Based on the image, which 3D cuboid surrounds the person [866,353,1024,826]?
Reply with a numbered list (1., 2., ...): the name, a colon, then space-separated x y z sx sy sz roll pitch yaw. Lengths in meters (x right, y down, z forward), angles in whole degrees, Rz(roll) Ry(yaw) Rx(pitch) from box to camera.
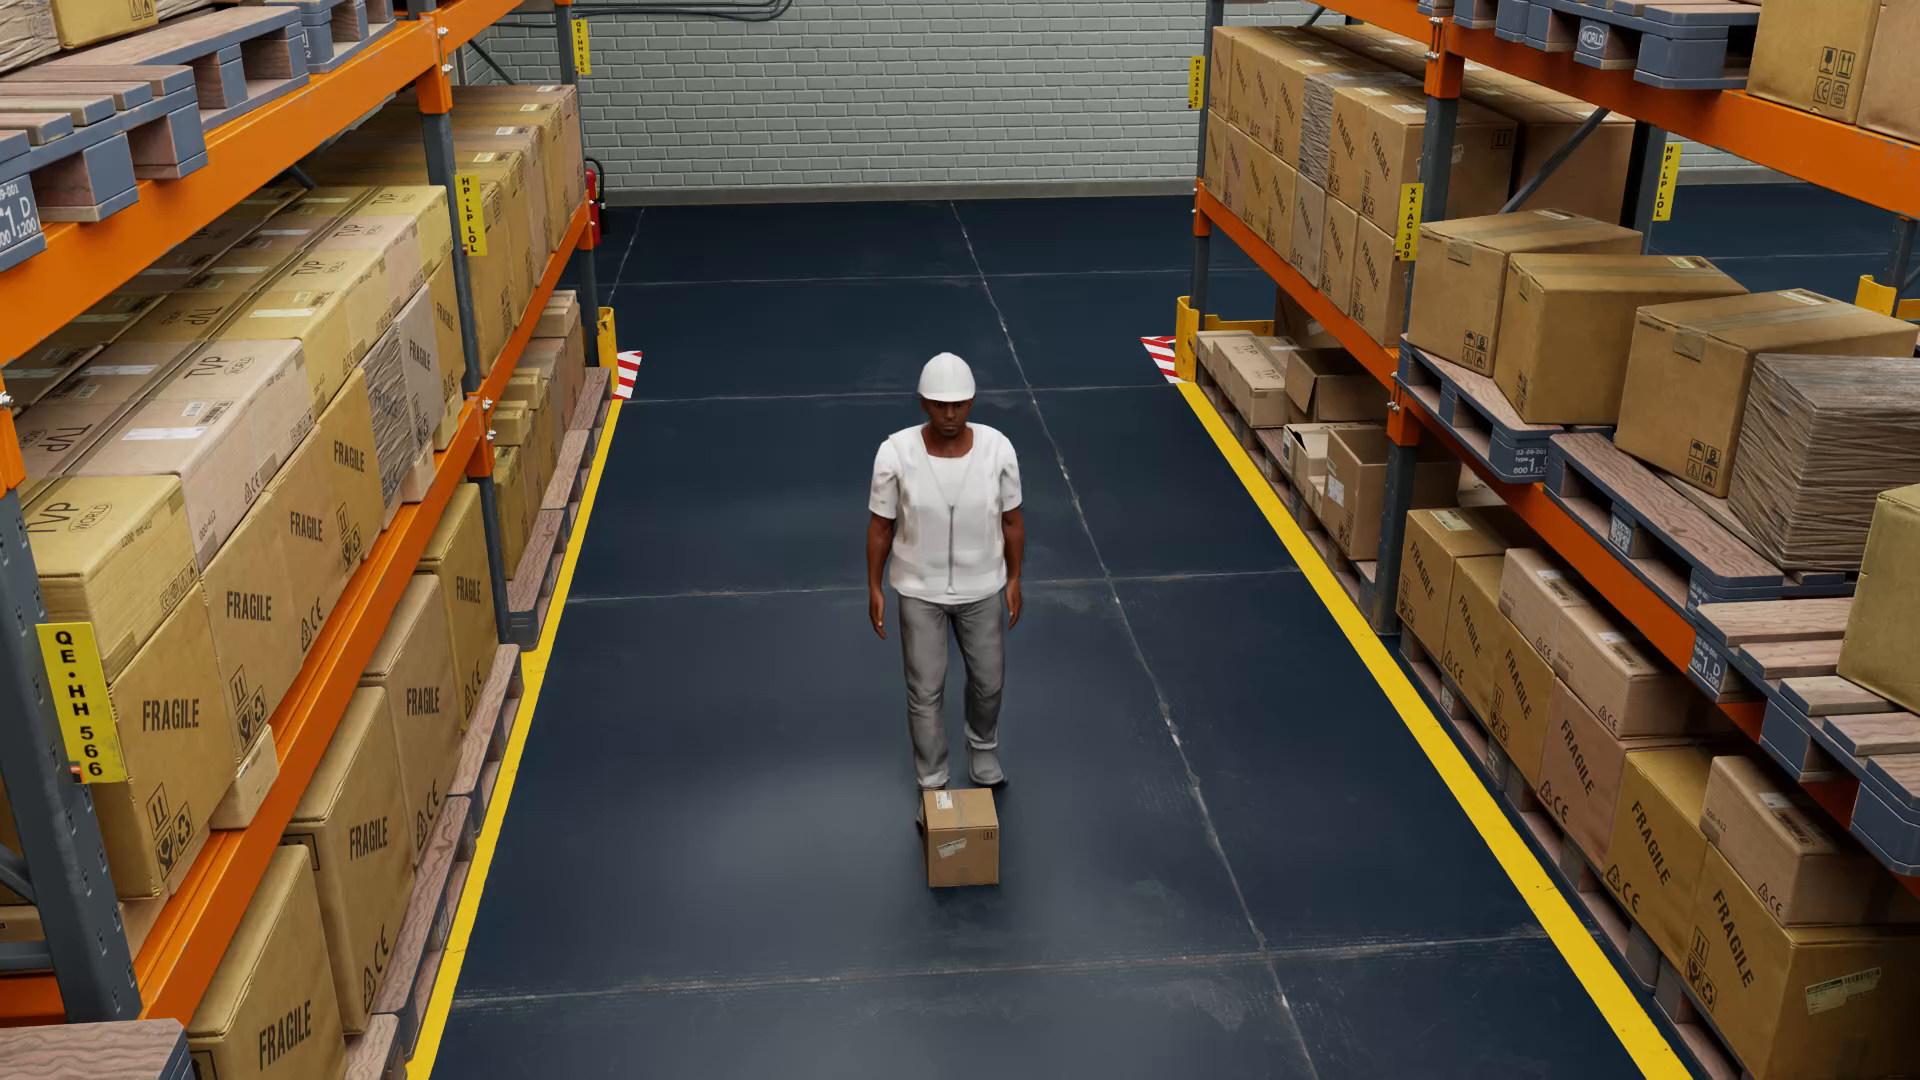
1. person: -0.048 0.186 6.141 0.589 1.778 0.616 -2 24 -5
